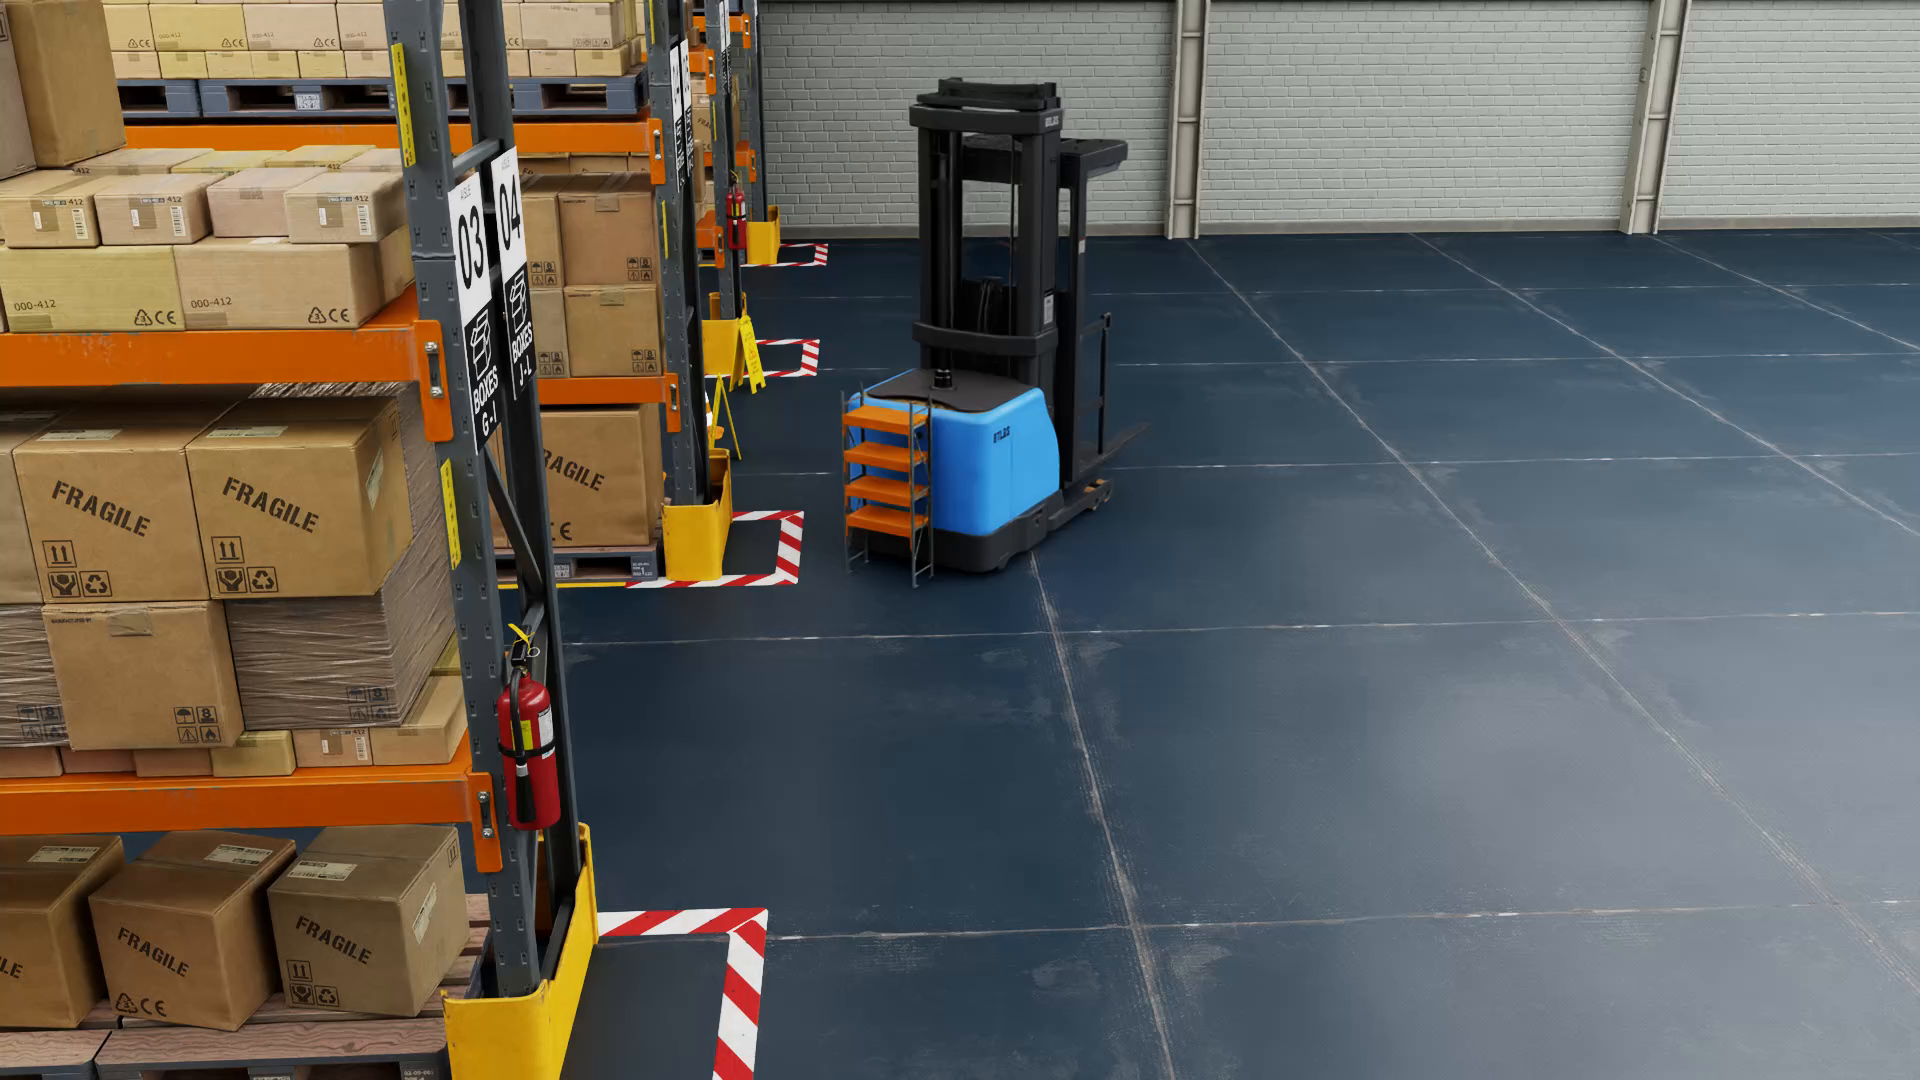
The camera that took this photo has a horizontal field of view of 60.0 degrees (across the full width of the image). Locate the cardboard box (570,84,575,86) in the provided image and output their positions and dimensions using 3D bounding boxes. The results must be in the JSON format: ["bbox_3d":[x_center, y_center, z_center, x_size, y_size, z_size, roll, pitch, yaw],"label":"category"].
[{"bbox_3d":[-4.534,-5.244,19.208,0.250,0.149,0.380,-1,21,-3],"label":"cardboard box"}]

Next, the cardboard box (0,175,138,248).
[{"bbox_3d":[-2.595,-0.966,4.877,0.250,0.149,0.380,-1,21,-3],"label":"cardboard box"}]

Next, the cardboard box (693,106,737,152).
[{"bbox_3d":[-2.882,-4.813,19.406,0.500,0.500,0.500,-2,21,-4],"label":"cardboard box"}]

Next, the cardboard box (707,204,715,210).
[{"bbox_3d":[-2.874,-3.893,19.703,0.500,0.250,0.500,-1,21,-4],"label":"cardboard box"}]

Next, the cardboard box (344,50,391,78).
[{"bbox_3d":[-3.316,-2.724,9.468,0.250,0.149,0.380,-1,21,-3],"label":"cardboard box"}]

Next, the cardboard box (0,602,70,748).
[{"bbox_3d":[-3.097,0.277,5.618,0.500,0.500,0.875,-1,21,-3],"label":"cardboard box"}]

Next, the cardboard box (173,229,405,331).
[{"bbox_3d":[-2.020,-0.818,5.048,0.500,0.250,0.500,-1,21,-2],"label":"cardboard box"}]

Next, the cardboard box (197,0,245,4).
[{"bbox_3d":[-4.075,-3.082,9.285,0.250,0.149,0.380,-1,21,-3],"label":"cardboard box"}]

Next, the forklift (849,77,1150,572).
[{"bbox_3d":[0.439,-1.648,11.331,1.130,2.935,3.031,11,24,27],"label":"forklift"}]

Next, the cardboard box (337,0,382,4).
[{"bbox_3d":[-3.321,-3.097,9.325,0.250,0.149,0.380,-1,21,-4],"label":"cardboard box"}]

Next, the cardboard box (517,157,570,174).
[{"bbox_3d":[-3.645,-3.166,14.661,0.500,0.500,0.500,-1,21,-3],"label":"cardboard box"}]

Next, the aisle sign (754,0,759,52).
[{"bbox_3d":[-2.323,-5.981,18.962,0.004,0.787,0.394,-1,21,-3],"label":"aisle sign"}]

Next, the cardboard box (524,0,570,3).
[{"bbox_3d":[-2.301,-3.118,9.381,0.250,0.149,0.380,-1,21,-3],"label":"cardboard box"}]

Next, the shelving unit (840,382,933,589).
[{"bbox_3d":[-0.448,-0.338,10.319,0.503,1.200,0.258,11,24,27],"label":"shelving unit"}]

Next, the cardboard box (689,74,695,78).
[{"bbox_3d":[-3.279,-5.424,19.680,0.250,0.149,0.380,-1,21,-2],"label":"cardboard box"}]

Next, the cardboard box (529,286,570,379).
[{"bbox_3d":[-2.651,-1.377,10.312,0.550,0.550,0.875,-1,21,-3],"label":"cardboard box"}]

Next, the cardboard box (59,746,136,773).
[{"bbox_3d":[-2.824,0.629,5.607,0.250,0.149,0.380,-1,21,-3],"label":"cardboard box"}]

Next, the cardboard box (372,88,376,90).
[{"bbox_3d":[-7.033,-5.220,19.564,0.250,0.149,0.380,-2,21,-5],"label":"cardboard box"}]

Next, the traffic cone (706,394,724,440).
[{"bbox_3d":[-2.071,-1.066,13.271,0.334,0.463,0.336,-1,21,-3],"label":"traffic cone"}]

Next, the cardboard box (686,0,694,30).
[{"bbox_3d":[-2.636,-4.661,14.726,0.500,0.250,0.500,-2,21,-4],"label":"cardboard box"}]

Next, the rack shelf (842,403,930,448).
[{"bbox_3d":[-0.450,-0.704,10.177,0.480,0.148,0.258,11,24,27],"label":"rack shelf"}]

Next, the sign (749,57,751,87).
[{"bbox_3d":[-2.389,-5.328,18.940,0.005,0.325,0.100,-1,21,-3],"label":"sign"}]

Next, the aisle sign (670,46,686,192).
[{"bbox_3d":[-1.647,-2.460,9.712,0.004,0.787,0.394,-1,21,-3],"label":"aisle sign"}]

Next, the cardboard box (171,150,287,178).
[{"bbox_3d":[-2.350,-1.161,5.388,0.250,0.149,0.380,-2,21,-4],"label":"cardboard box"}]

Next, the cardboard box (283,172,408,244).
[{"bbox_3d":[-1.812,-0.987,4.933,0.250,0.149,0.380,-1,21,-3],"label":"cardboard box"}]

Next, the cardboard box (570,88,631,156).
[{"bbox_3d":[-3.122,-3.664,14.564,0.500,0.500,0.700,-1,21,-3],"label":"cardboard box"}]

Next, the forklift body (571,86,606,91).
[{"bbox_3d":[-4.195,-3.786,18.043,1.214,2.155,2.313,-1,21,-3],"label":"forklift body"}]

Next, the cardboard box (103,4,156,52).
[{"bbox_3d":[-4.721,-2.904,9.378,0.500,0.250,0.500,-1,21,-3],"label":"cardboard box"}]

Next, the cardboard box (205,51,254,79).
[{"bbox_3d":[-4.074,-2.709,9.428,0.250,0.149,0.380,-1,21,-3],"label":"cardboard box"}]

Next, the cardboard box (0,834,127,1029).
[{"bbox_3d":[-3.398,1.423,6.090,0.500,0.500,0.500,1,21,2],"label":"cardboard box"}]

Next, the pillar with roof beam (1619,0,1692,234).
[{"bbox_3d":[9.074,-6.694,16.055,0.400,9.000,9.100,-1,21,-3],"label":"pillar with roof beam"}]

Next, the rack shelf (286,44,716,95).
[{"bbox_3d":[-4.115,-4.131,14.551,4.000,0.370,1.077,-1,21,-3],"label":"rack shelf"}]

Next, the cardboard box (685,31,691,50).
[{"bbox_3d":[-2.459,-4.284,14.295,0.250,0.149,0.380,-1,21,-3],"label":"cardboard box"}]

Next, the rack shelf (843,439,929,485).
[{"bbox_3d":[-0.449,-0.484,10.263,0.480,0.148,0.258,11,24,27],"label":"rack shelf"}]

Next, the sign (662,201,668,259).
[{"bbox_3d":[-1.718,-1.809,9.695,0.005,0.325,0.100,-1,21,-3],"label":"sign"}]

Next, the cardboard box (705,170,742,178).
[{"bbox_3d":[-2.896,-4.305,20.082,0.500,0.250,0.500,-1,21,-4],"label":"cardboard box"}]

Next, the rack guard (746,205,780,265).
[{"bbox_3d":[-2.382,-3.702,20.141,0.348,0.500,1.175,-1,21,-3],"label":"rack guard"}]

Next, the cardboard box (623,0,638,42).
[{"bbox_3d":[-2.232,-3.145,10.012,0.500,0.250,0.500,-1,21,-3],"label":"cardboard box"}]

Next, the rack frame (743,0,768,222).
[{"bbox_3d":[-2.406,-4.869,19.695,0.127,3.000,1.000,-1,21,-3],"label":"rack frame"}]

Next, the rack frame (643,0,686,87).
[{"bbox_3d":[-1.735,-4.153,9.383,0.127,3.000,1.000,-1,21,-3],"label":"rack frame"}]

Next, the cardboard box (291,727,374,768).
[{"bbox_3d":[-2.075,0.616,5.642,0.250,0.149,0.380,-1,21,-3],"label":"cardboard box"}]

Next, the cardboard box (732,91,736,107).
[{"bbox_3d":[-2.736,-5.113,19.282,0.250,0.149,0.380,-1,21,-2],"label":"cardboard box"}]

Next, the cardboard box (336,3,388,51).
[{"bbox_3d":[-3.208,-2.935,9.459,0.500,0.250,0.500,-1,21,-3],"label":"cardboard box"}]

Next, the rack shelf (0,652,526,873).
[{"bbox_3d":[-3.550,0.791,5.839,4.000,0.370,1.077,-1,21,-3],"label":"rack shelf"}]

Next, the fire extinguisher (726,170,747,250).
[{"bbox_3d":[-1.978,-2.909,14.654,0.183,0.674,0.296,-1,21,-3],"label":"fire extinguisher"}]

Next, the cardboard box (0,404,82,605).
[{"bbox_3d":[-3.086,-0.118,5.253,0.500,0.500,0.500,-1,21,-3],"label":"cardboard box"}]

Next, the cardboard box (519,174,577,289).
[{"bbox_3d":[-2.652,-1.887,10.133,0.550,0.550,0.875,-1,21,-3],"label":"cardboard box"}]

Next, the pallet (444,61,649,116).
[{"bbox_3d":[-2.475,-2.691,9.883,1.213,0.211,1.003,-1,21,-3],"label":"pallet"}]

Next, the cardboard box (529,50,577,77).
[{"bbox_3d":[-2.299,-2.745,9.522,0.250,0.149,0.380,-1,21,-3],"label":"cardboard box"}]

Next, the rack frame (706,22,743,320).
[{"bbox_3d":[-2.119,-3.106,15.064,0.127,3.000,1.000,-1,21,-3],"label":"rack frame"}]

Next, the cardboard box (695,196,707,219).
[{"bbox_3d":[-2.469,-3.055,15.284,0.250,0.149,0.380,-1,21,-3],"label":"cardboard box"}]

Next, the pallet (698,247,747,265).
[{"bbox_3d":[-3.167,-3.536,20.111,1.213,0.211,1.003,-1,21,-3],"label":"pallet"}]

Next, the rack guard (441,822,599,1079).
[{"bbox_3d":[-1.629,1.584,6.258,0.348,0.500,1.175,-1,21,-3],"label":"rack guard"}]

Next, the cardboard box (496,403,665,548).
[{"bbox_3d":[-2.408,-0.516,10.656,0.875,0.875,0.875,-1,21,-3],"label":"cardboard box"}]

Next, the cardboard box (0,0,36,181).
[{"bbox_3d":[-3.086,-1.286,4.805,0.500,0.500,0.500,-1,21,-3],"label":"cardboard box"}]

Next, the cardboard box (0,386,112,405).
[{"bbox_3d":[-3.116,-0.306,5.746,0.500,0.500,0.500,-1,21,-3],"label":"cardboard box"}]

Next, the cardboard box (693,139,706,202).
[{"bbox_3d":[-2.607,-3.381,15.227,0.500,0.500,0.500,-1,21,-4],"label":"cardboard box"}]
